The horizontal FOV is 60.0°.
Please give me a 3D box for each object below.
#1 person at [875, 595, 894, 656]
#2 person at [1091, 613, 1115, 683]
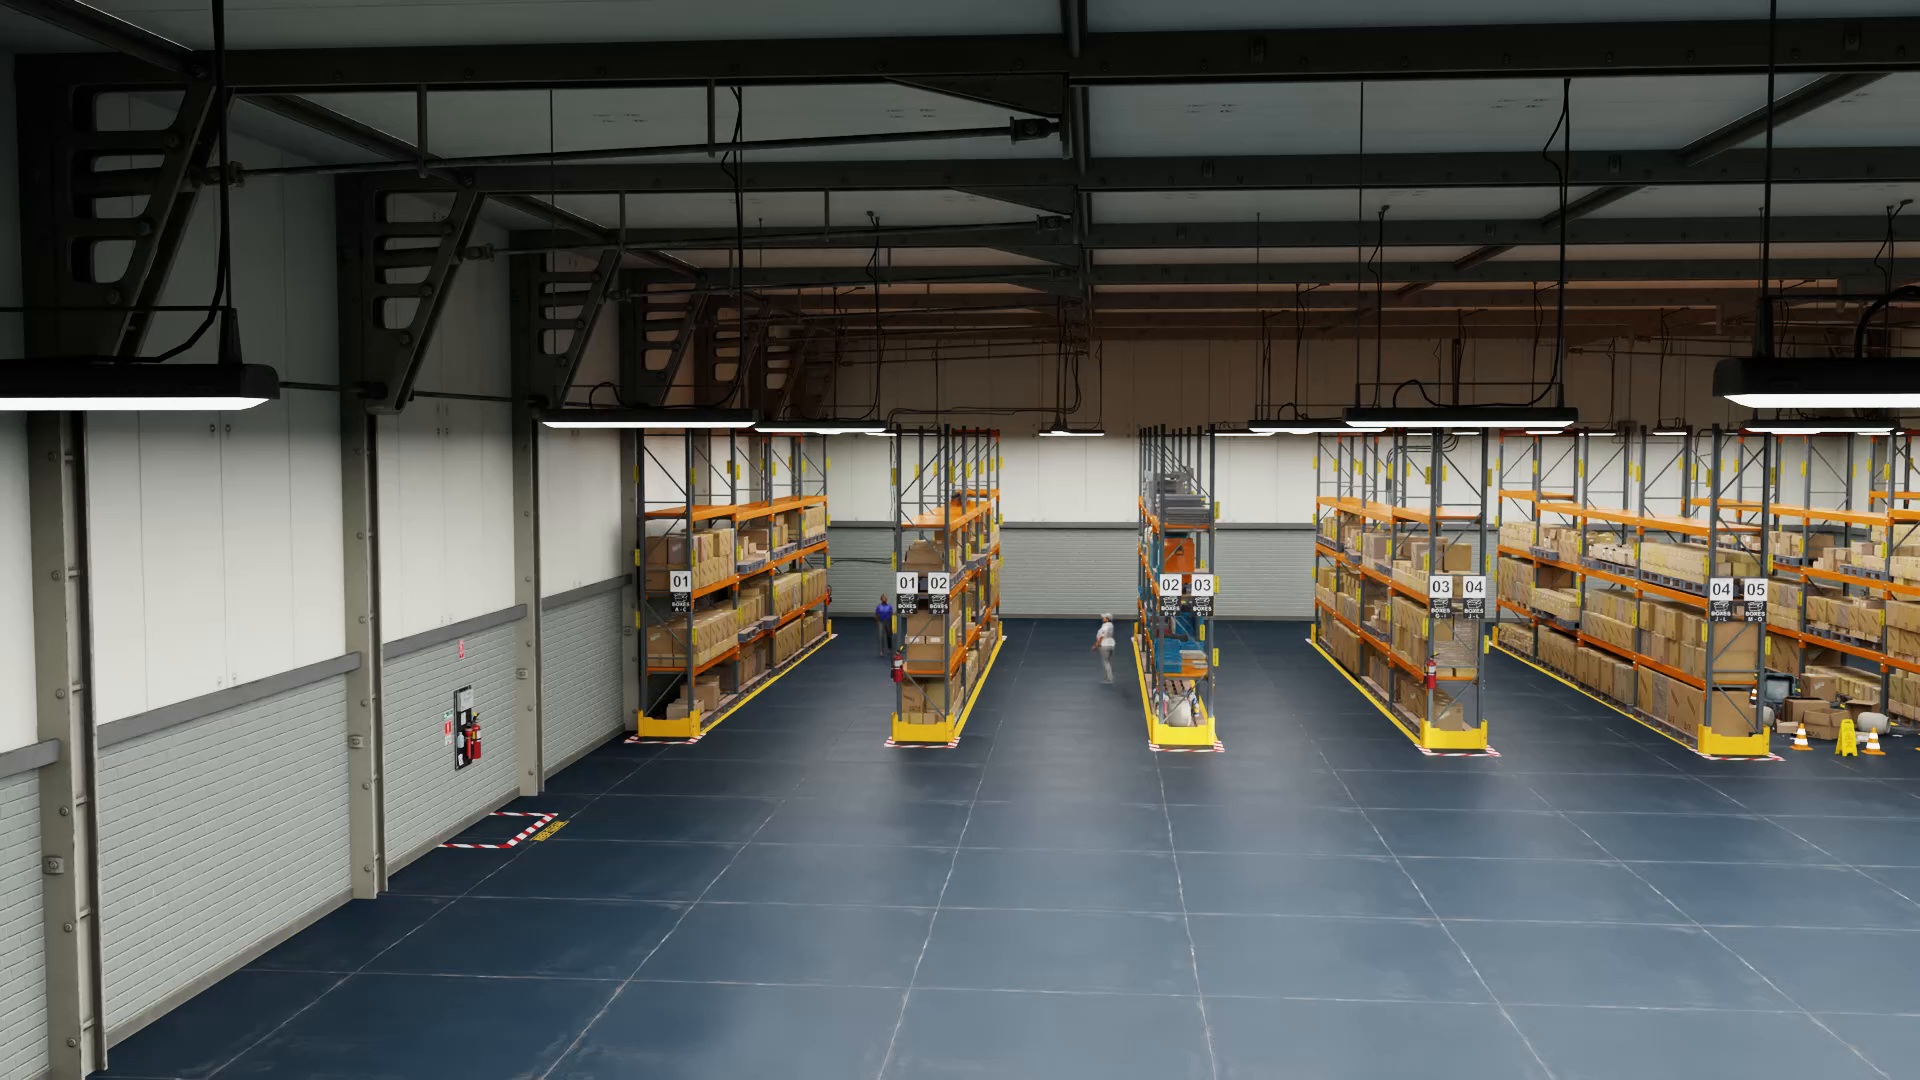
[{"bbox_3d":[-1.969,2.248,43.964,0.544,1.586,0.987,0,3,3],"label":"person"},{"bbox_3d":[3.391,2.561,38.870,0.554,1.722,0.584,3,5,41],"label":"person"}]
